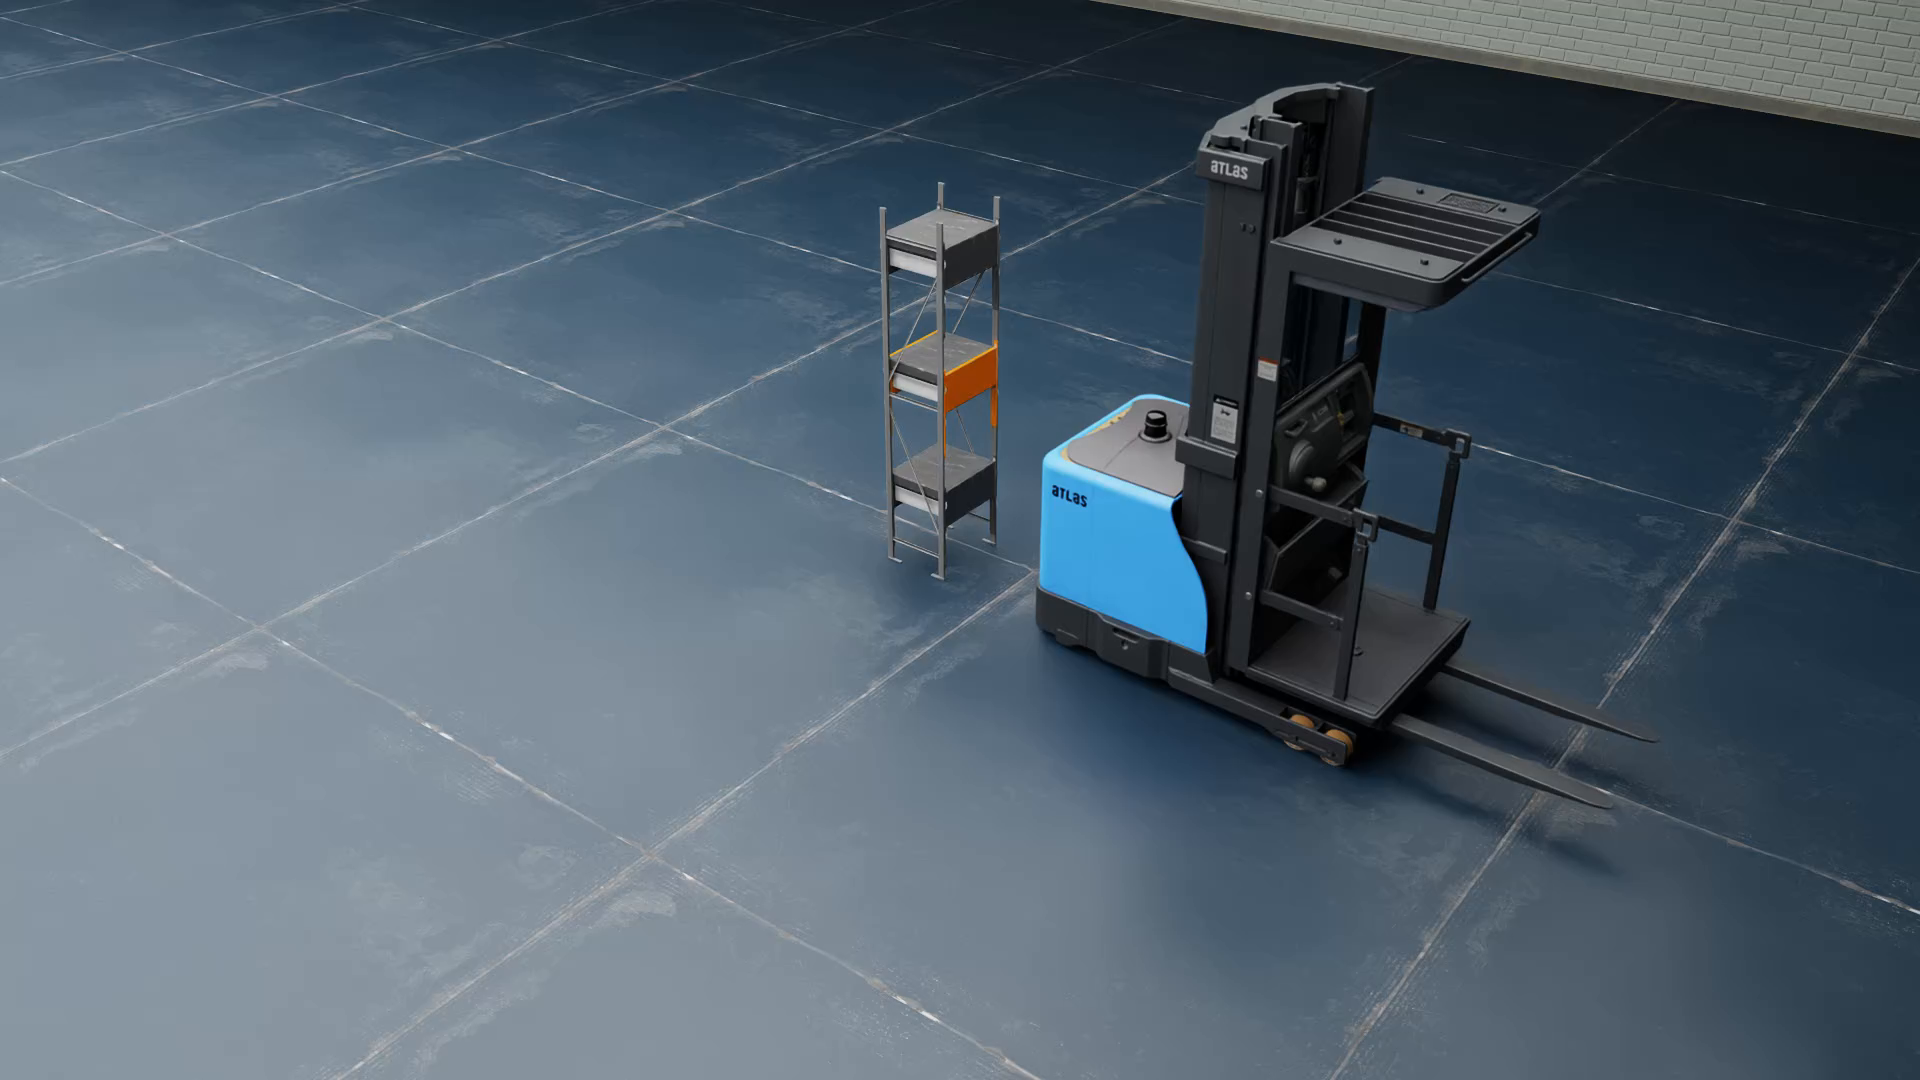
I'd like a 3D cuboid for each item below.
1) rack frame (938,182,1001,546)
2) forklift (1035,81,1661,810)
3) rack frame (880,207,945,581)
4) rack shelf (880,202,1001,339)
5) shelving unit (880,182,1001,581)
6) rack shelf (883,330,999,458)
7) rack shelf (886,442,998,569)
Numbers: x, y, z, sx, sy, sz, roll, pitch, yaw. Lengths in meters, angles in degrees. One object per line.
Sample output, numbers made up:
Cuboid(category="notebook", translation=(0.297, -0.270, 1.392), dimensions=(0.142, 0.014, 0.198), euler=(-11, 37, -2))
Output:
Cuboid(category="rack frame", translation=(0.047, -0.935, 9.269), dimensions=(0.400, 2.100, 0.015), euler=(21, 37, 31))
Cuboid(category="forklift", translation=(1.875, -0.493, 7.707), dimensions=(3.031, 2.935, 1.130), euler=(22, 37, 32))
Cuboid(category="rack frame", translation=(-0.247, -0.737, 8.934), dimensions=(0.400, 2.100, 0.015), euler=(21, 37, 31))
Cuboid(category="rack shelf", translation=(-0.100, -1.426, 8.751), dimensions=(0.431, 0.518, 0.480), euler=(21, 37, 31))
Cuboid(category="shelving unit", translation=(-0.100, -0.836, 9.101), dimensions=(0.431, 2.100, 0.503), euler=(21, 37, 31))
Cuboid(category="rack shelf", translation=(-0.100, -0.824, 9.108), dimensions=(0.431, 0.518, 0.480), euler=(21, 37, 31))
Cuboid(category="rack shelf", translation=(-0.100, -0.222, 9.465), dimensions=(0.431, 0.518, 0.480), euler=(21, 37, 31))
